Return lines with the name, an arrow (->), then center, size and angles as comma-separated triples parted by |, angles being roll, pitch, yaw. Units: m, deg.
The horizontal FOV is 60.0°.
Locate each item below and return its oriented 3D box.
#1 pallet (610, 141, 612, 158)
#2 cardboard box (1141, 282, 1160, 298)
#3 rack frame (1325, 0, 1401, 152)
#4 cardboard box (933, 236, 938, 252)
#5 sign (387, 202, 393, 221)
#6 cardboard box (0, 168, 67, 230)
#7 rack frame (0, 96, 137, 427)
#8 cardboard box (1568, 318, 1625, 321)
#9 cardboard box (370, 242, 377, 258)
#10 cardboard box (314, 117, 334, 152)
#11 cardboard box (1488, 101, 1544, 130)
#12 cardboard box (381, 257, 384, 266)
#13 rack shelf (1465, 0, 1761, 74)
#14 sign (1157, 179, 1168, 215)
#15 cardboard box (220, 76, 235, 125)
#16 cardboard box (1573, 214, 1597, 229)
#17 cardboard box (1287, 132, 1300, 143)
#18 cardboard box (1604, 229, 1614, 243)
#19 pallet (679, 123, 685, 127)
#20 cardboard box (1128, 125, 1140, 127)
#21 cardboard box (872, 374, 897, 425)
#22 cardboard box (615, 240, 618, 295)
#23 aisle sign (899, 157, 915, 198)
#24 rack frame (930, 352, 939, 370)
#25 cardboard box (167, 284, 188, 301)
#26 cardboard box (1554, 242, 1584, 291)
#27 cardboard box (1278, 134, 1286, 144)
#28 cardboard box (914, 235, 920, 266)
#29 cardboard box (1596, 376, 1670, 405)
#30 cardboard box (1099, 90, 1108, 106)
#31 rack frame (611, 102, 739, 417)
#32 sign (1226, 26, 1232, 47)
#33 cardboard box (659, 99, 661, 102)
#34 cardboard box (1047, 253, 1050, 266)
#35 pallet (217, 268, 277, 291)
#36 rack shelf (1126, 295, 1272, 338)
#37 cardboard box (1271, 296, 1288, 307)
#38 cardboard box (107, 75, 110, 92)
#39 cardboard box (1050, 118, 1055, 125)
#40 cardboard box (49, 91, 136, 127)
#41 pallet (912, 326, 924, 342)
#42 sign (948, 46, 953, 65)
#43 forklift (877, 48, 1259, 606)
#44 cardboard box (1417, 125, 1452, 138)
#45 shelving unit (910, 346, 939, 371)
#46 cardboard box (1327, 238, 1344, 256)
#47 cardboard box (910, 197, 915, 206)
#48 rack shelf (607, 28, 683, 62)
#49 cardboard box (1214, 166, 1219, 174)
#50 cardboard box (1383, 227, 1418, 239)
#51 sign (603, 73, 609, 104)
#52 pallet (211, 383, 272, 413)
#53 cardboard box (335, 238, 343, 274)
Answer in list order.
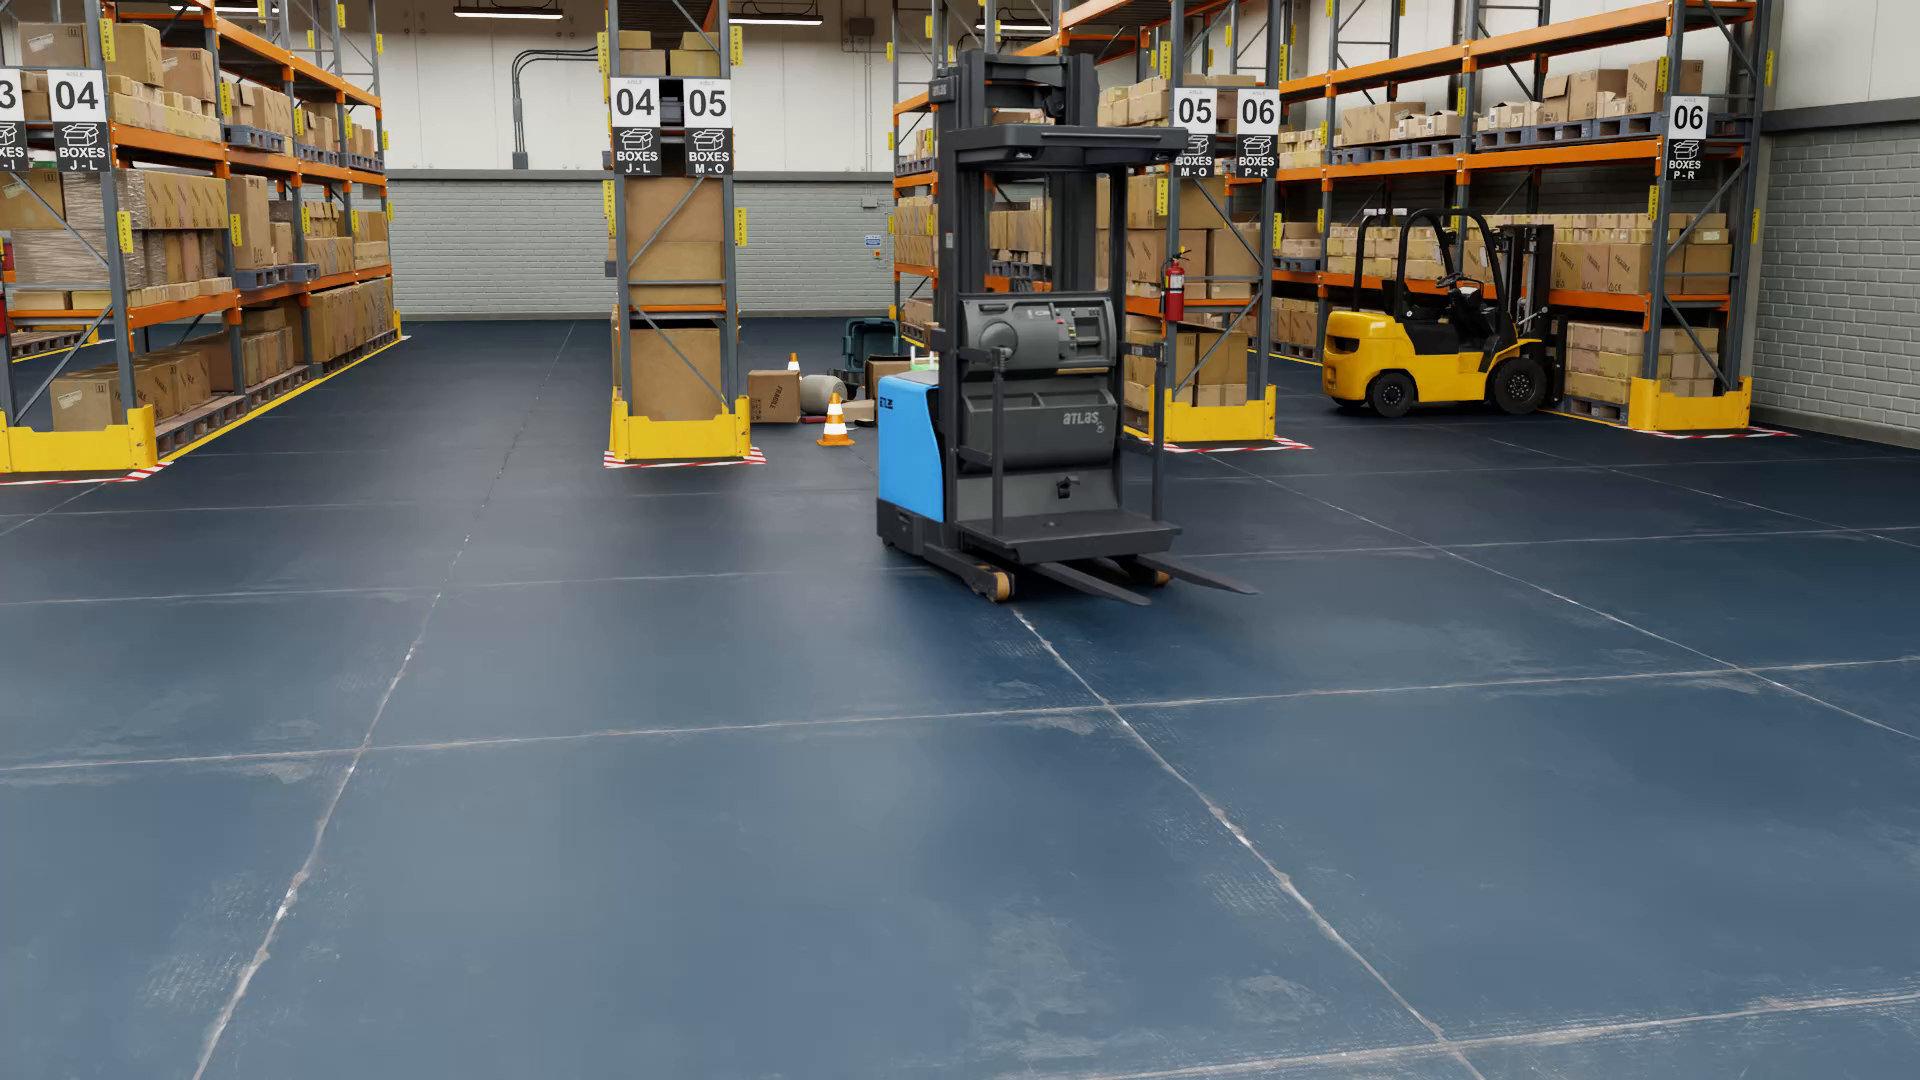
pallet -> -3.820, -4.954, 21.187 | 1.213, 0.211, 1.003 | -2, 11, -8
cardboard box -> 1.954, -2.401, 15.960 | 0.380, 0.149, 0.250 | -2, 11, -12
rack frame -> 5.707, -7.017, 23.494 | 1.000, 3.000, 0.127 | -2, 11, -11
cardboard box -> -0.131, -4.703, 26.447 | 0.500, 0.250, 0.500 | -2, 11, -13
sign -> -9.903, -5.698, 28.878 | 0.100, 0.325, 0.005 | -2, 11, -11
cardboard box -> -7.676, -2.839, 13.853 | 0.500, 0.500, 0.500 | -2, 11, -11
rack frame -> -7.326, -2.061, 13.501 | 1.000, 3.000, 0.127 | -2, 11, -11
cardboard box -> 7.074, -2.322, 18.430 | 0.500, 0.250, 0.500 | -2, 11, -12
cardboard box -> -9.781, -4.707, 27.008 | 0.500, 0.250, 0.500 | -2, 11, -11
cardboard box -> -9.538, -5.885, 24.178 | 0.700, 0.500, 0.500 | -2, 11, -10
cardboard box -> 6.407, -4.860, 19.032 | 0.500, 0.311, 0.500 | -2, 11, -10
cardboard box -> -9.898, -4.679, 27.928 | 0.380, 0.149, 0.250 | -2, 11, -10
rack shelf -> 6.874, -5.366, 17.817 | 1.077, 0.370, 4.000 | -2, 11, -11
sign -> 1.846, -3.129, 15.170 | 0.100, 0.325, 0.005 | -2, 11, -11
cardboard box -> -8.099, -4.615, 17.498 | 0.797, 0.503, 0.637 | -3, 11, -14
cardboard box -> 6.695, -3.357, 17.516 | 0.380, 0.149, 0.250 | -2, 11, -10
cardboard box -> 5.149, -6.055, 25.006 | 0.380, 0.149, 0.250 | -2, 11, -12
cardboard box -> 6.851, -3.119, 17.059 | 0.380, 0.149, 0.250 | -2, 11, -10
pallet -> -3.071, -4.236, 17.143 | 1.003, 0.211, 1.213 | -2, 11, -11
cardboard box -> 1.873, -4.014, 16.412 | 0.380, 0.149, 0.250 | -2, 11, -11
cardboard box -> -0.431, -1.425, 16.837 | 0.637, 0.503, 0.797 | 9, 14, 38
cardboard box -> -3.017, -2.759, 16.770 | 0.875, 0.550, 0.550 | -2, 11, -11
aisle sign -> -1.016, -6.635, 30.583 | 0.394, 0.787, 0.004 | -2, 11, -11
rack frame -> -0.076, -0.613, 10.706 | 0.240, 1.200, 0.015 | -3, 11, -15
cardboard box -> -7.345, -2.277, 15.309 | 0.380, 0.149, 0.250 | -2, 11, -11
cardboard box -> 6.717, -2.922, 17.756 | 0.500, 0.500, 0.500 | -2, 11, -12
cardboard box -> 4.914, -6.204, 25.732 | 0.380, 0.149, 0.250 | -2, 11, -11
cardboard box -> -0.498, -4.933, 28.323 | 0.500, 0.500, 0.500 | -2, 11, -12
cardboard box -> 6.861, -1.533, 16.957 | 0.500, 0.250, 0.500 | -2, 11, -11
cardboard box -> 1.665, -4.590, 17.307 | 0.380, 0.149, 0.250 | -2, 11, -12
rack frame -> -2.441, -2.223, 14.351 | 1.000, 3.000, 0.127 | -2, 11, -11
sign -> 4.393, -8.232, 27.168 | 0.100, 0.325, 0.005 | -2, 11, -11
cardboard box -> -3.299, -4.565, 16.852 | 0.500, 0.250, 0.500 | -2, 11, -11
cardboard box -> 1.246, -3.322, 19.676 | 0.380, 0.149, 0.250 | -2, 11, -10
pallet -> -8.110, -2.846, 18.138 | 1.003, 0.211, 1.213 | -2, 11, -11
rack shelf -> 2.005, -2.434, 17.389 | 1.077, 0.370, 4.000 | -2, 11, -11
cardboard box -> 5.053, -3.787, 26.401 | 0.380, 0.149, 0.250 | -2, 11, -9
cardboard box -> -7.153, -3.715, 13.507 | 0.380, 0.149, 0.250 | -2, 11, -11
cardboard box -> 1.361, -4.863, 19.478 | 0.500, 0.250, 0.500 | -2, 11, -12
cardboard box -> -7.167, -3.558, 13.748 | 0.500, 0.250, 0.500 | -2, 11, -9
pallet -> -0.251, -3.619, 29.144 | 1.003, 0.211, 1.213 | -2, 11, -11
sign -> -0.182, -8.818, 30.246 | 0.100, 0.325, 0.005 | -2, 11, -11
forklift -> 0.542, -1.197, 9.148 | 1.130, 2.935, 3.031 | -5, 12, -24
cardboard box -> 5.973, -5.132, 20.897 | 0.380, 0.149, 0.250 | -2, 11, -11
shelving unit -> -0.142, -0.656, 10.937 | 0.258, 1.200, 0.503 | -3, 11, -15
cardboard box -> 5.529, -4.150, 23.543 | 0.500, 0.250, 0.500 | -2, 11, -11
cardboard box -> -0.660, -5.853, 28.751 | 0.380, 0.149, 0.250 | -2, 11, -12
rack shelf -> -3.608, -5.720, 19.677 | 1.077, 0.370, 4.000 | -2, 11, -11
cardboard box -> 4.524, -6.254, 28.179 | 0.380, 0.149, 0.250 | -2, 11, -11
cardboard box -> 5.795, -4.037, 21.884 | 0.380, 0.149, 0.250 | -2, 11, -13
sign -> -3.750, -4.817, 17.734 | 0.100, 0.325, 0.005 | -2, 11, -11
pallet -> -8.257, -1.567, 18.366 | 1.003, 0.211, 1.213 | -2, 11, -11
cardboard box -> -9.103, -4.048, 23.676 | 0.500, 0.500, 0.500 | -2, 11, -12
